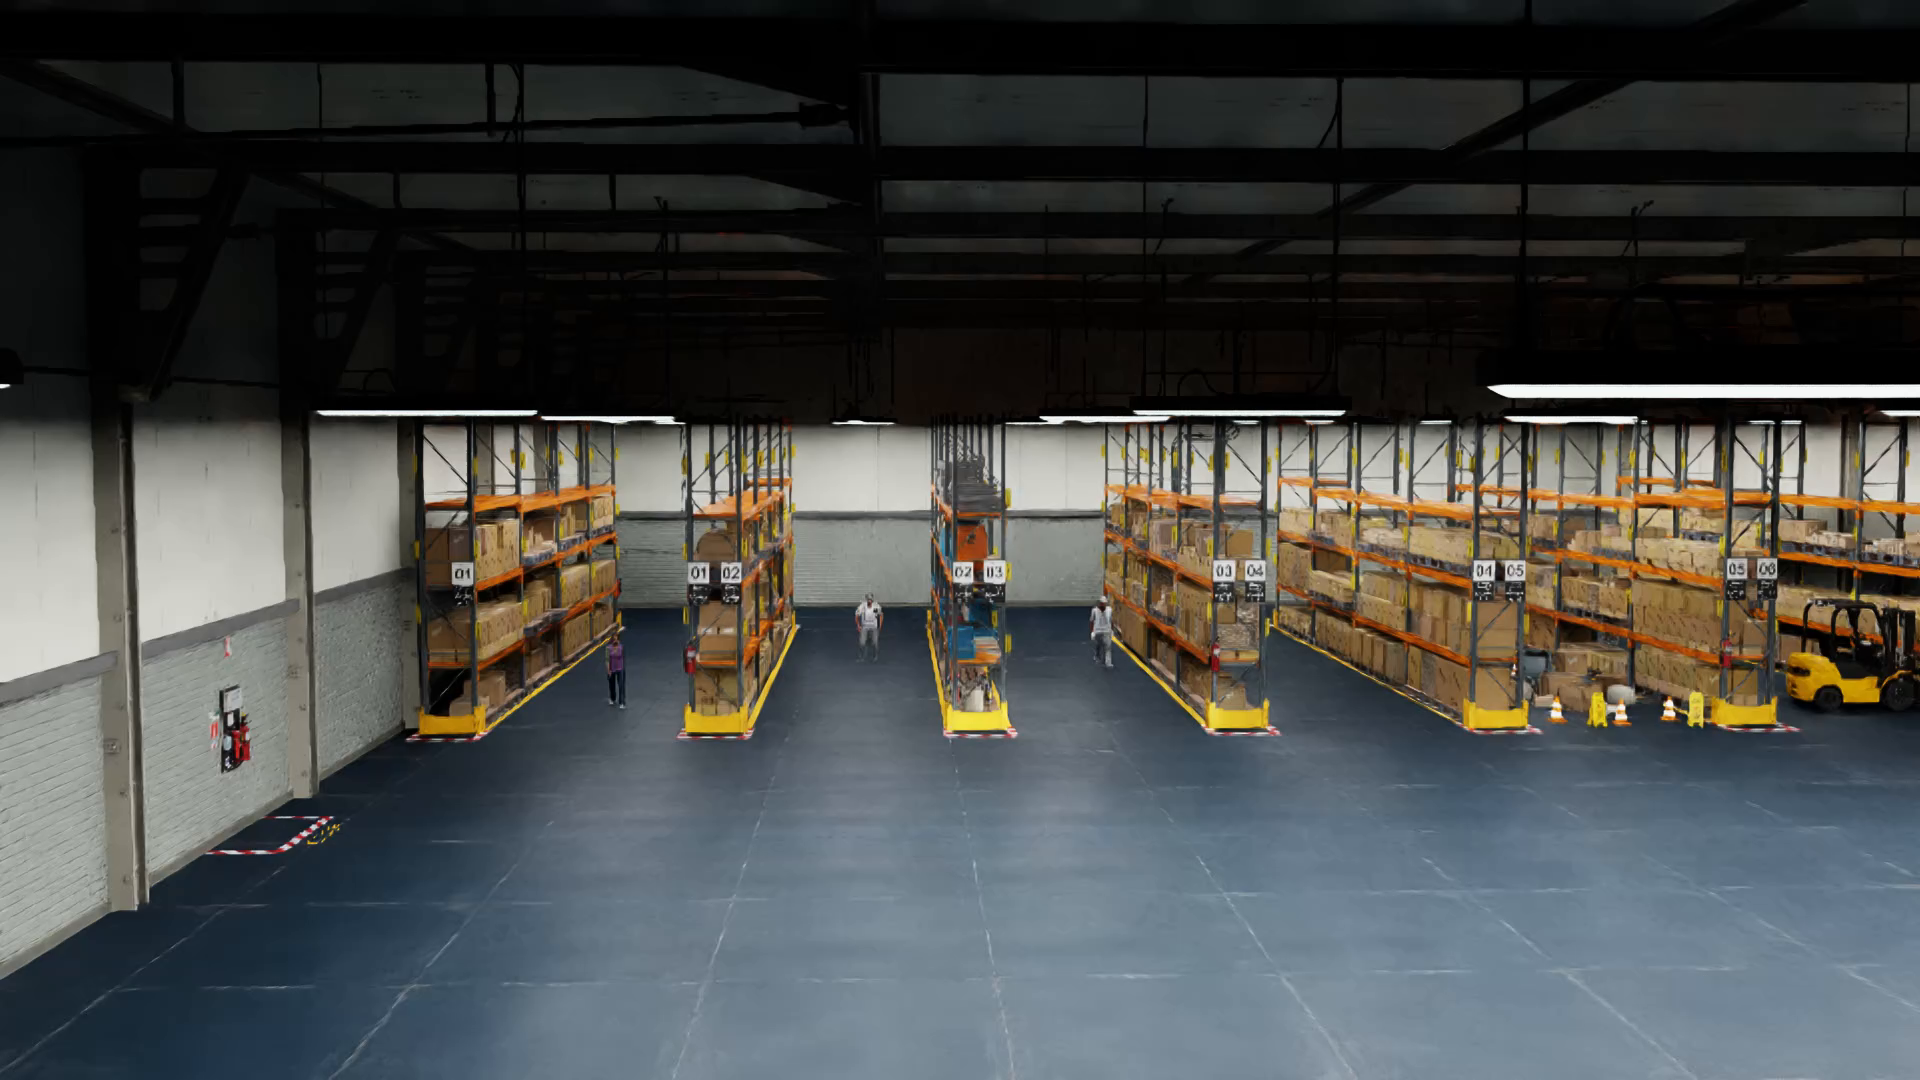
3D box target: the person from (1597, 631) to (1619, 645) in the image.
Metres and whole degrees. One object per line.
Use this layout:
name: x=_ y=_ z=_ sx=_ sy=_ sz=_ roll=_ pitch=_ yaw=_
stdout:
person: x=17.086 y=1.864 z=43.847 sx=0.593 sy=1.719 sz=0.651 roll=2 pitch=4 yaw=22

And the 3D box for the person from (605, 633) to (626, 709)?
person: x=-7.005 y=2.642 z=33.804 sx=0.412 sy=1.533 sz=0.955 roll=-1 pitch=4 yaw=-11

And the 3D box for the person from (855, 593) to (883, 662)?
person: x=-2.209 y=2.118 z=40.465 sx=0.682 sy=1.715 sz=0.542 roll=0 pitch=4 yaw=-5

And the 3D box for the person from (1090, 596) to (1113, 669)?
person: x=3.372 y=2.169 z=39.502 sx=0.566 sy=1.706 sz=1.122 roll=0 pitch=4 yaw=0

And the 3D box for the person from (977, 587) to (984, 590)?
person: x=0.678 y=1.775 z=46.036 sx=0.444 sy=1.604 sz=1.018 roll=-1 pitch=4 yaw=-11
